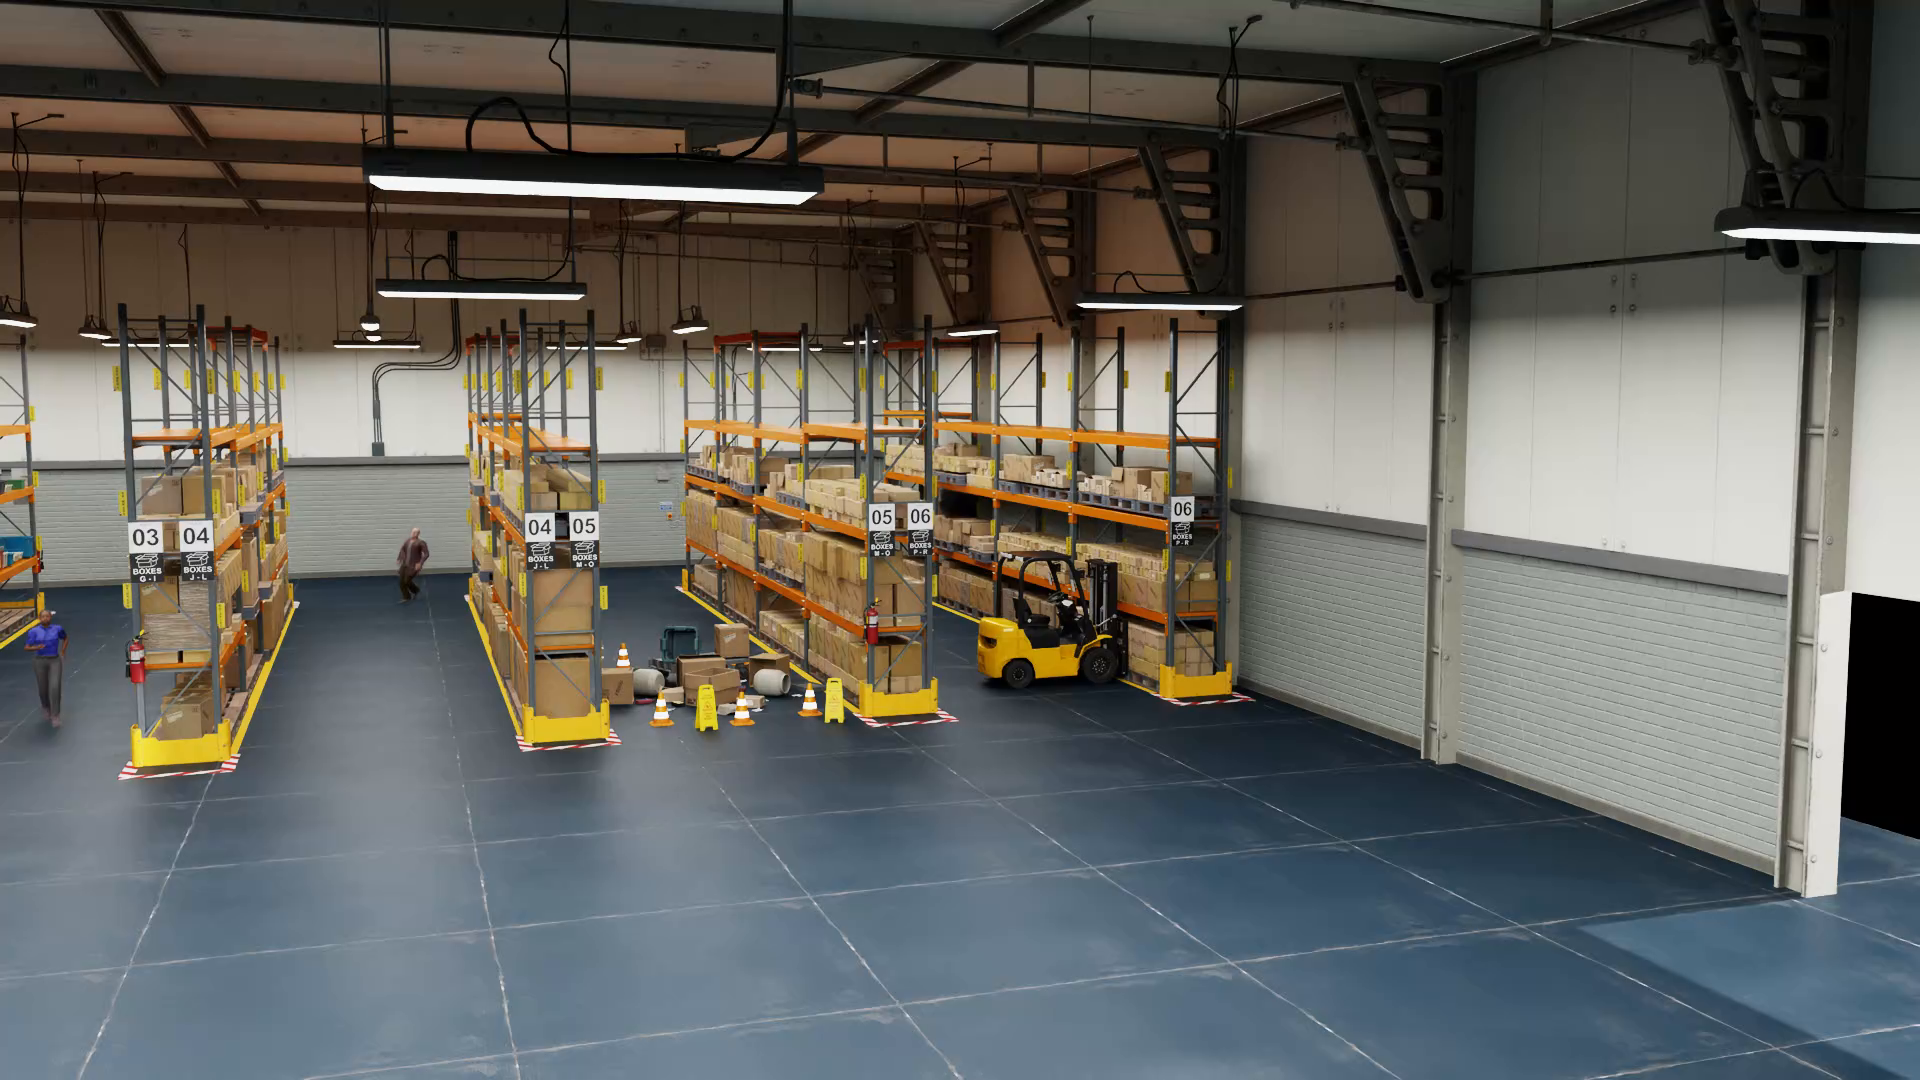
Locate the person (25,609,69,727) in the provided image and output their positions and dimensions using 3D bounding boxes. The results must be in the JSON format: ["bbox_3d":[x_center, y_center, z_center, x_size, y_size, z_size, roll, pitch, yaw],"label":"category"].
[{"bbox_3d":[-13.367,1.845,24.370,0.570,1.679,0.850,-3,6,-28],"label":"person"}]

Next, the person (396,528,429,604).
[{"bbox_3d":[-12.426,0.629,37.664,0.770,1.637,0.563,2,6,24],"label":"person"}]
